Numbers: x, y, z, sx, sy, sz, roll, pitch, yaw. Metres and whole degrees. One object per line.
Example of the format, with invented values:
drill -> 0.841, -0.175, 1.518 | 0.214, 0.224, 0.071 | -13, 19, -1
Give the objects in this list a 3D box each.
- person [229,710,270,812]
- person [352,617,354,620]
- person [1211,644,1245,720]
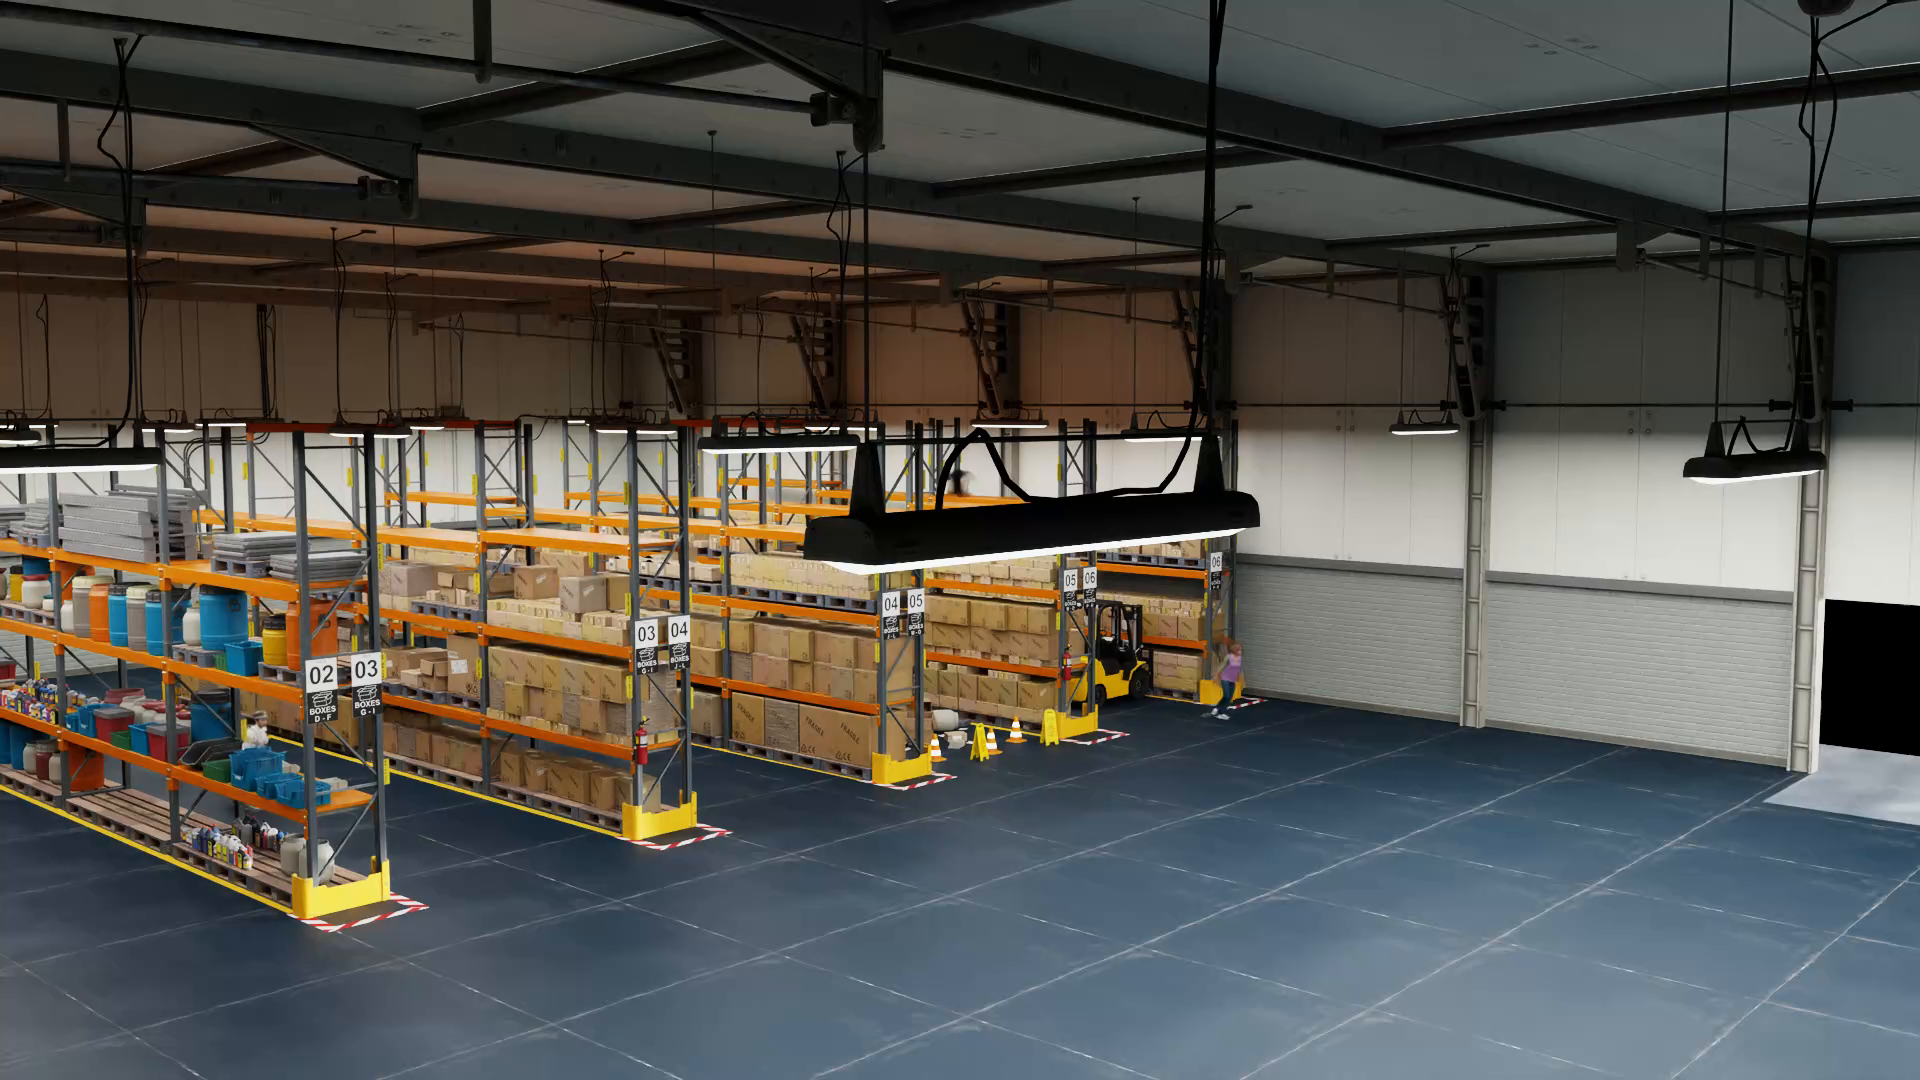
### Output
person -> -11.072, 3.431, 25.857 | 0.759, 1.623, 0.604 | 0, 5, 1
person -> -13.375, 2.499, 36.860 | 0.802, 1.707, 0.491 | 4, 6, 38
person -> 5.385, 2.839, 33.358 | 0.568, 1.553, 0.535 | -3, 6, -32
